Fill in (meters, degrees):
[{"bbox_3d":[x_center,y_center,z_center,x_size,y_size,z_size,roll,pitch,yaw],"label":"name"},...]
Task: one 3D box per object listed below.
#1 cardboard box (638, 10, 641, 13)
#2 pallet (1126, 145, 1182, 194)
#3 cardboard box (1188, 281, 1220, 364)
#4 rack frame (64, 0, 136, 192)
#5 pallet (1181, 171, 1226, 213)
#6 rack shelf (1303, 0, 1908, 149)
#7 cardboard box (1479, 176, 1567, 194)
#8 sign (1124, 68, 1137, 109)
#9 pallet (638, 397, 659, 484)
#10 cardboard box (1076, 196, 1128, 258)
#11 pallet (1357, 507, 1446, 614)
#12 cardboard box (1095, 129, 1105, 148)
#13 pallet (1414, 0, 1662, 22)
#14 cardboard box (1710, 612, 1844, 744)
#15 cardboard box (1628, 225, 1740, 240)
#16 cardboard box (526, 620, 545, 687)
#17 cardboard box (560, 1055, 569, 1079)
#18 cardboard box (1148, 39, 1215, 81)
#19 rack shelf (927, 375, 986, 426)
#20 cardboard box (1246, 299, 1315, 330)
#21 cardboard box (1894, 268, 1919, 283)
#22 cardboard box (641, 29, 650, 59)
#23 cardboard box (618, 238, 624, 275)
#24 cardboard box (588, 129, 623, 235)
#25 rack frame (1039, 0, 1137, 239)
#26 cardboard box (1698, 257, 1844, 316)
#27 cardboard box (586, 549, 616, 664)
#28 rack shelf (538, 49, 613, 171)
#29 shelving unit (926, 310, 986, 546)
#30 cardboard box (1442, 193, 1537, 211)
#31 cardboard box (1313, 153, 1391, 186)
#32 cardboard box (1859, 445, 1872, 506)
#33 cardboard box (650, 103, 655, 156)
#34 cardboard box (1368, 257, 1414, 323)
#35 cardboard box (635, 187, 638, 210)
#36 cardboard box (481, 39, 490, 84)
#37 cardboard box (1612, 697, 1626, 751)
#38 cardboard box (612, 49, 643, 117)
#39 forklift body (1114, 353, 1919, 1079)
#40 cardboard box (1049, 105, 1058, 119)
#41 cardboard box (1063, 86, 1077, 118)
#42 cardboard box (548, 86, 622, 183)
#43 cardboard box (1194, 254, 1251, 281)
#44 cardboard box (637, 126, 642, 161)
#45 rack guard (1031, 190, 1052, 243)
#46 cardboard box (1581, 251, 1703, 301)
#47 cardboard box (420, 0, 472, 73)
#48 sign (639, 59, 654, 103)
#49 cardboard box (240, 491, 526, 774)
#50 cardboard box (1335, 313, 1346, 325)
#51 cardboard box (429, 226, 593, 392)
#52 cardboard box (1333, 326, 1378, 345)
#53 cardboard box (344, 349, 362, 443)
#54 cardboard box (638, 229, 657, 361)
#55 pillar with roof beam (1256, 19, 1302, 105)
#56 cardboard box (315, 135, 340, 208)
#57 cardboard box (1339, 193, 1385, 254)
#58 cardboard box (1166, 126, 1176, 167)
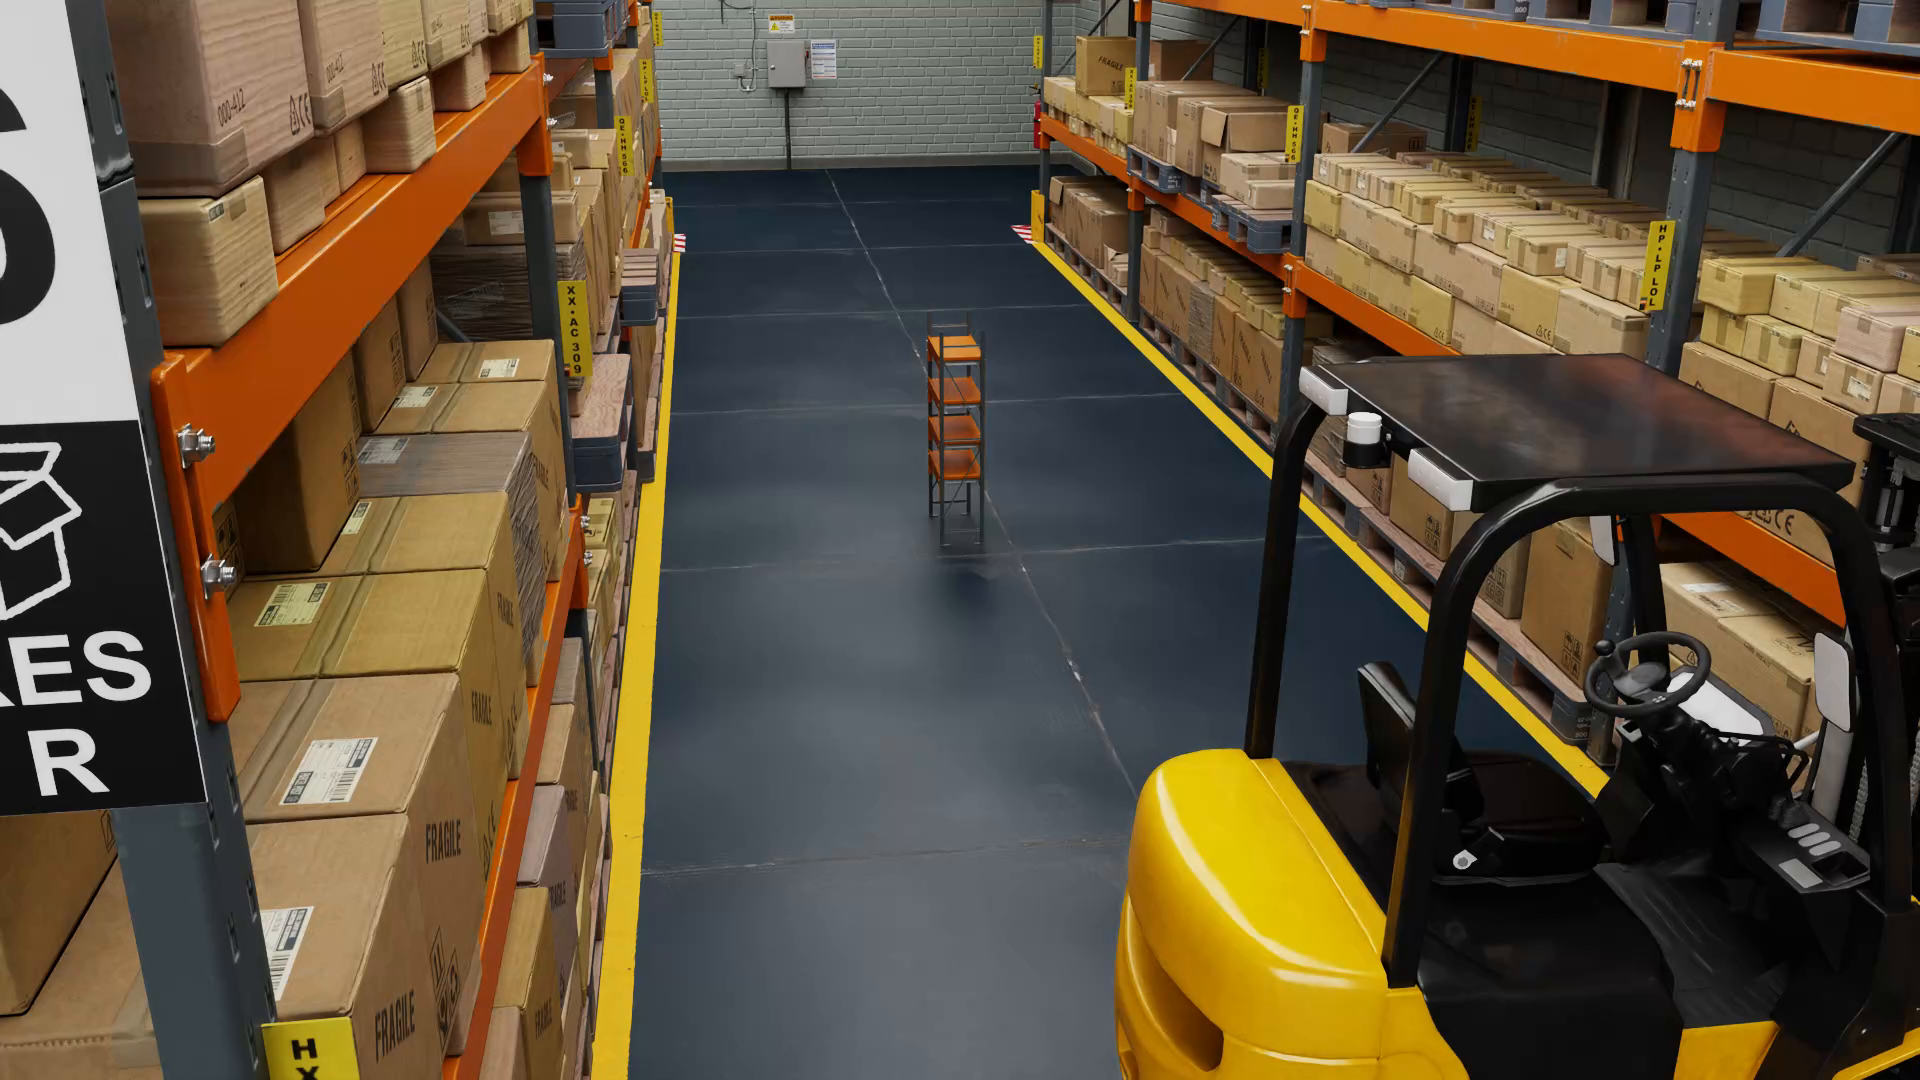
[{"bbox_3d":[-3.074,-4.694,14.997,0.380,0.149,0.250,-2,21,-6],"label":"cardboard box"},{"bbox_3d":[1.933,-2.922,13.028,1.003,0.211,1.213,-3,21,-8],"label":"pallet"},{"bbox_3d":[1.996,-1.605,12.198,0.500,0.500,0.500,-4,21,-10],"label":"cardboard box"},{"bbox_3d":[-1.255,-1.698,0.902,1.000,3.000,0.127,-3,21,-8],"label":"rack frame"},{"bbox_3d":[2.218,-2.493,11.877,1.003,0.211,1.213,-3,21,-8],"label":"pallet"},{"bbox_3d":[2.791,-2.285,7.789,1.077,0.370,4.000,-3,21,-8],"label":"rack shelf"},{"bbox_3d":[2.940,-1.804,8.690,0.380,0.149,0.250,-3,21,-8],"label":"cardboard box"},{"bbox_3d":[1.390,-3.670,13.518,0.100,0.325,0.005,-3,21,-8],"label":"sign"},{"bbox_3d":[-2.448,-0.628,10.597,1.003,0.211,1.213,-3,21,-8],"label":"pallet"},{"bbox_3d":[1.406,-3.003,15.941,0.500,0.500,0.500,-3,21,-7],"label":"cardboard box"},{"bbox_3d":[2.755,0.105,8.633,1.003,0.211,1.213,-3,21,-8],"label":"pallet"},{"bbox_3d":[1.434,-3.631,15.011,0.380,0.149,0.250,-3,21,-9],"label":"cardboard box"},{"bbox_3d":[2.853,-2.609,7.897,1.003,0.211,1.213,-2,21,-5],"label":"pallet"},{"bbox_3d":[2.902,0.459,5.600,0.500,0.250,0.500,-3,21,-8],"label":"cardboard box"},{"bbox_3d":[3.162,-1.277,7.279,0.380,0.149,0.250,-3,21,-8],"label":"cardboard box"},{"bbox_3d":[-1.334,0.292,4.506,0.380,0.149,0.250,-3,21,-9],"label":"cardboard box"},{"bbox_3d":[-1.255,1.545,4.123,0.500,0.250,0.500,-2,21,-4],"label":"cardboard box"},{"bbox_3d":[1.975,-4.244,15.009,0.500,0.500,0.500,-3,21,-9],"label":"cardboard box"},{"bbox_3d":[-0.024,-0.766,9.105,0.258,0.148,0.480,-3,21,-8],"label":"rack shelf"},{"bbox_3d":[2.111,-1.490,10.965,0.380,0.149,0.250,-4,21,-11],"label":"cardboard box"},{"bbox_3d":[3.420,-0.830,5.657,0.380,0.149,0.250,-3,21,-9],"label":"cardboard box"},{"bbox_3d":[-3.014,-4.263,14.771,0.500,0.500,0.500,-3,21,-8],"label":"cardboard box"},{"bbox_3d":[-1.938,-1.461,8.600,0.380,0.149,0.250,-3,21,-8],"label":"cardboard box"},{"bbox_3d":[-2.068,-1.897,8.841,0.500,0.500,0.500,-4,21,-9],"label":"cardboard box"},{"bbox_3d":[1.350,-4.679,17.458,1.000,3.000,0.127,-3,21,-8],"label":"rack frame"},{"bbox_3d":[2.832,-0.889,5.815,0.380,0.149,0.250,-2,21,-7],"label":"cardboard box"},{"bbox_3d":[-2.017,0.331,7.198,0.950,0.372,0.625,-2,21,-4],"label":"cardboard box"},{"bbox_3d":[-2.120,-2.034,7.115,1.077,0.370,4.000,-3,21,-8],"label":"rack shelf"},{"bbox_3d":[-0.024,-0.619,9.160,0.258,1.200,0.503,-3,21,-8],"label":"shelving unit"},{"bbox_3d":[2.587,-1.604,8.152,0.380,0.149,0.250,-3,21,-8],"label":"cardboard box"},{"bbox_3d":[2.257,-2.135,9.575,0.380,0.149,0.250,-2,21,-6],"label":"cardboard box"},{"bbox_3d":[3.051,-0.050,4.920,0.500,0.500,0.500,-3,21,-8],"label":"cardboard box"},{"bbox_3d":[-2.928,-3.612,14.458,0.500,0.500,0.500,-3,21,-7],"label":"cardboard box"},{"bbox_3d":[2.474,-1.321,8.680,0.500,0.250,0.500,-4,21,-10],"label":"cardboard box"},{"bbox_3d":[-2.545,-2.478,11.778,0.500,0.250,0.500,-3,21,-9],"label":"cardboard box"},{"bbox_3d":[-1.475,-1.287,4.448,0.380,0.149,0.250,-3,21,-7],"label":"cardboard box"},{"bbox_3d":[2.821,0.751,6.248,0.500,0.250,0.500,-3,21,-7],"label":"cardboard box"},{"bbox_3d":[-2.672,-3.416,12.503,0.500,0.500,0.500,-2,21,-6],"label":"cardboard box"},{"bbox_3d":[1.577,0.693,4.286,2.313,2.155,1.214,-3,21,-8],"label":"forklift body"},{"bbox_3d":[1.125,-4.434,17.160,0.380,0.149,0.250,-3,21,-8],"label":"cardboard box"},{"bbox_3d":[1.298,-4.228,16.038,0.500,0.250,0.500,-3,21,-9],"label":"cardboard box"},{"bbox_3d":[-2.238,-2.356,9.666,0.500,0.500,0.500,-4,21,-10],"label":"cardboard box"},{"bbox_3d":[1.965,-2.038,12.430,0.380,0.149,0.250,-2,21,-6],"label":"cardboard box"},{"bbox_3d":[-2.602,-2.894,12.177,0.500,0.250,0.500,-2,21,-6],"label":"cardboard box"},{"bbox_3d":[1.360,-3.482,17.825,1.175,0.500,0.348,-3,21,-8],"label":"rack guard"},{"bbox_3d":[2.755,-1.071,6.726,0.380,0.149,0.250,-3,21,-9],"label":"cardboard box"},{"bbox_3d":[-1.281,-1.081,3.325,0.500,0.250,0.500,-2,21,-7],"label":"cardboard box"},{"bbox_3d":[-2.450,-3.579,12.970,0.100,0.325,0.005,-3,21,-8],"label":"sign"},{"bbox_3d":[-1.283,0.217,3.781,0.500,0.500,0.500,-3,21,-9],"label":"cardboard box"},{"bbox_3d":[2.724,-1.529,11.067,0.380,0.149,0.250,-2,21,-6],"label":"cardboard box"},{"bbox_3d":[-1.616,-0.833,5.990,0.500,0.500,0.500,-2,21,-6],"label":"cardboard box"},{"bbox_3d":[2.719,-1.095,10.834,0.500,0.500,0.500,-2,21,-6],"label":"cardboard box"},{"bbox_3d":[-1.886,-0.411,4.033,0.700,0.500,0.500,-3,21,-9],"label":"cardboard box"},{"bbox_3d":[-2.679,-1.721,11.974,0.875,0.875,0.875,-2,21,-6],"label":"cardboard box"},{"bbox_3d":[-1.542,-6.174,12.886,9.100,9.000,0.400,-3,21,-8],"label":"pillar with roof beam"},{"bbox_3d":[-1.173,-0.571,2.530,0.380,0.149,0.250,-3,21,-8],"label":"cardboard box"},{"bbox_3d":[2.396,-1.734,9.072,0.500,0.250,0.500,-2,21,-6],"label":"cardboard box"},{"bbox_3d":[1.747,-2.928,12.360,0.396,0.266,0.258,-2,21,-5],"label":"cardboard box"}]
